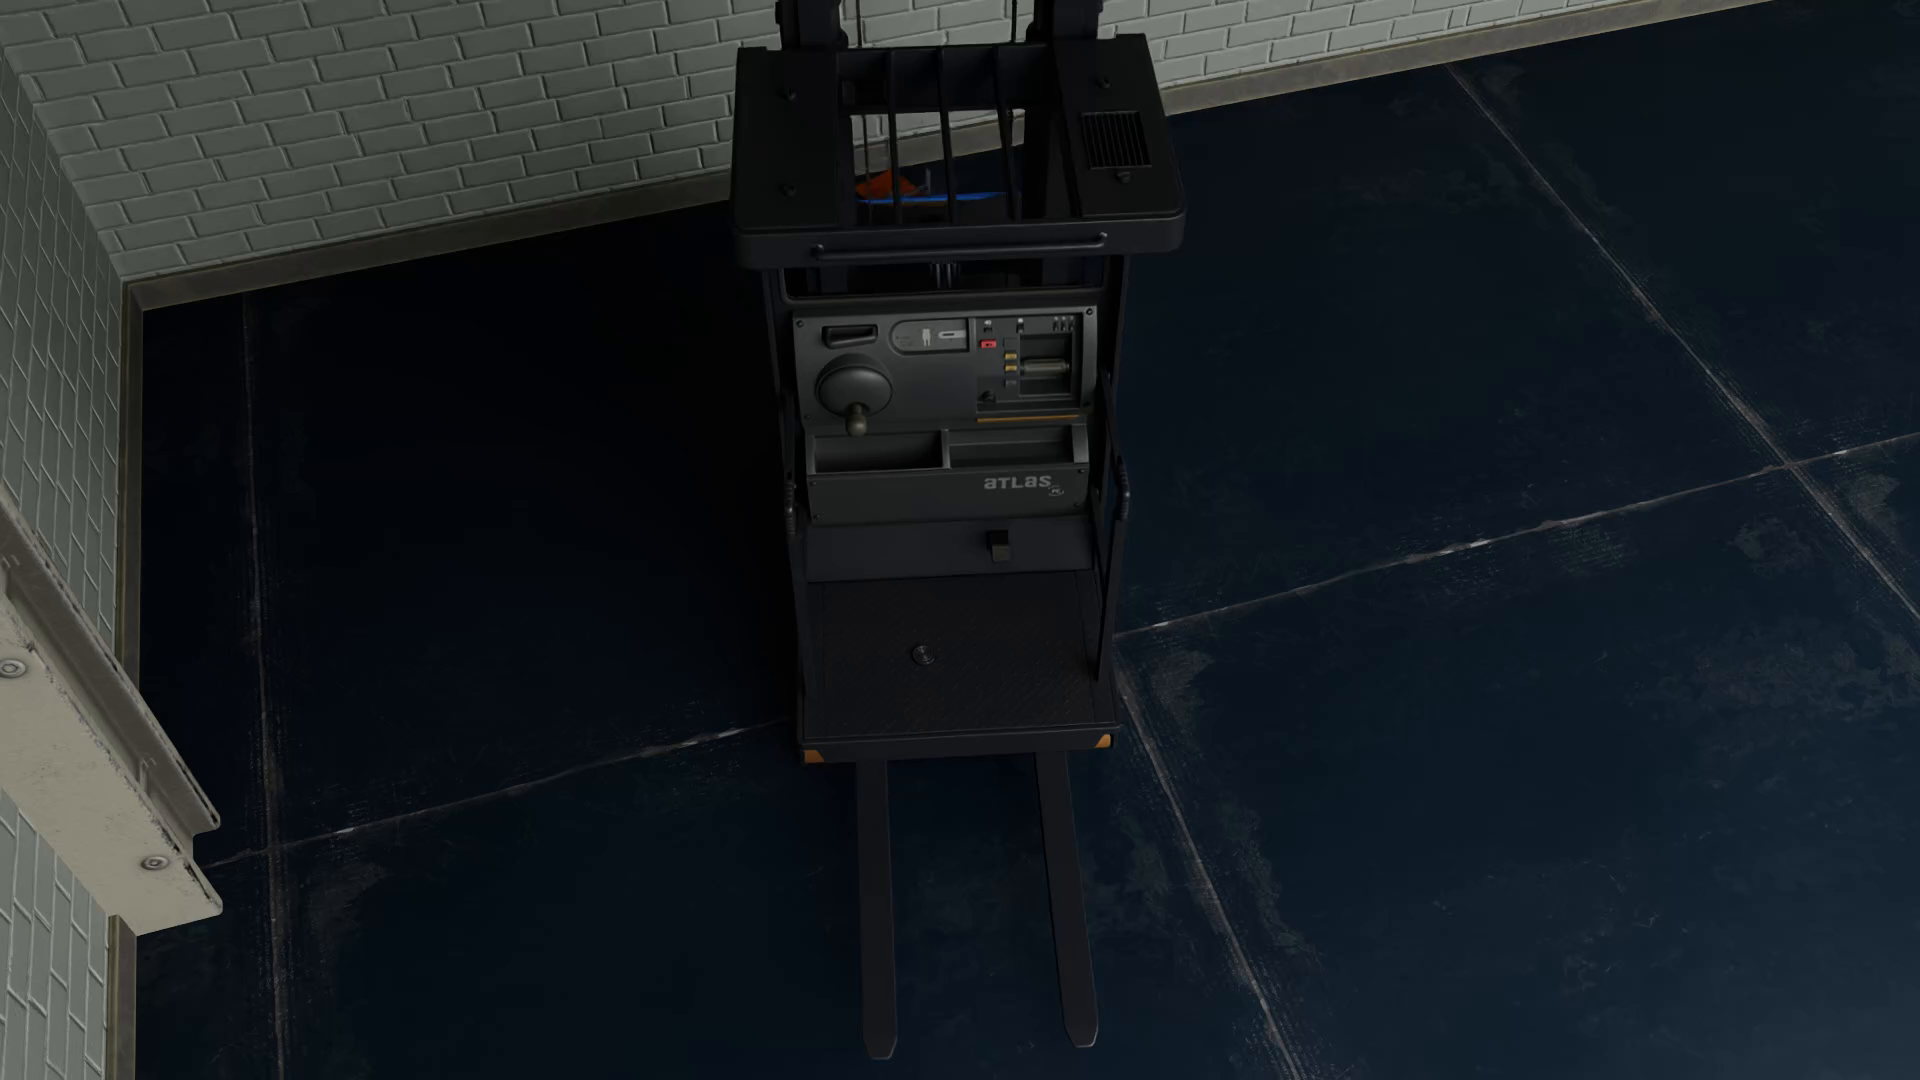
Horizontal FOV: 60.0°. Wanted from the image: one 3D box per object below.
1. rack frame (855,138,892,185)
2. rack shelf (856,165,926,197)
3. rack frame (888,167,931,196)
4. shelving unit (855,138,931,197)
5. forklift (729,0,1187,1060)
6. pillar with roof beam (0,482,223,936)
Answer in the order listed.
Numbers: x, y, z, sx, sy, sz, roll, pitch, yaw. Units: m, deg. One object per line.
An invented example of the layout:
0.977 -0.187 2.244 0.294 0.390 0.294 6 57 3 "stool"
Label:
-0.345 -1.179 6.847 0.200 1.050 0.008 -32 56 -24 "rack frame"
-0.269 -1.285 6.578 0.215 0.259 0.240 -32 56 -24 "rack shelf"
-0.191 -1.036 6.724 0.200 1.050 0.008 -32 56 -24 "rack frame"
-0.268 -1.108 6.786 0.215 1.050 0.252 -32 56 -24 "shelving unit"
-0.027 -0.427 4.982 1.130 2.935 3.031 -3 50 -2 "forklift"
1.467 -2.749 2.971 9.100 9.000 0.400 -13 51 -11 "pillar with roof beam"
